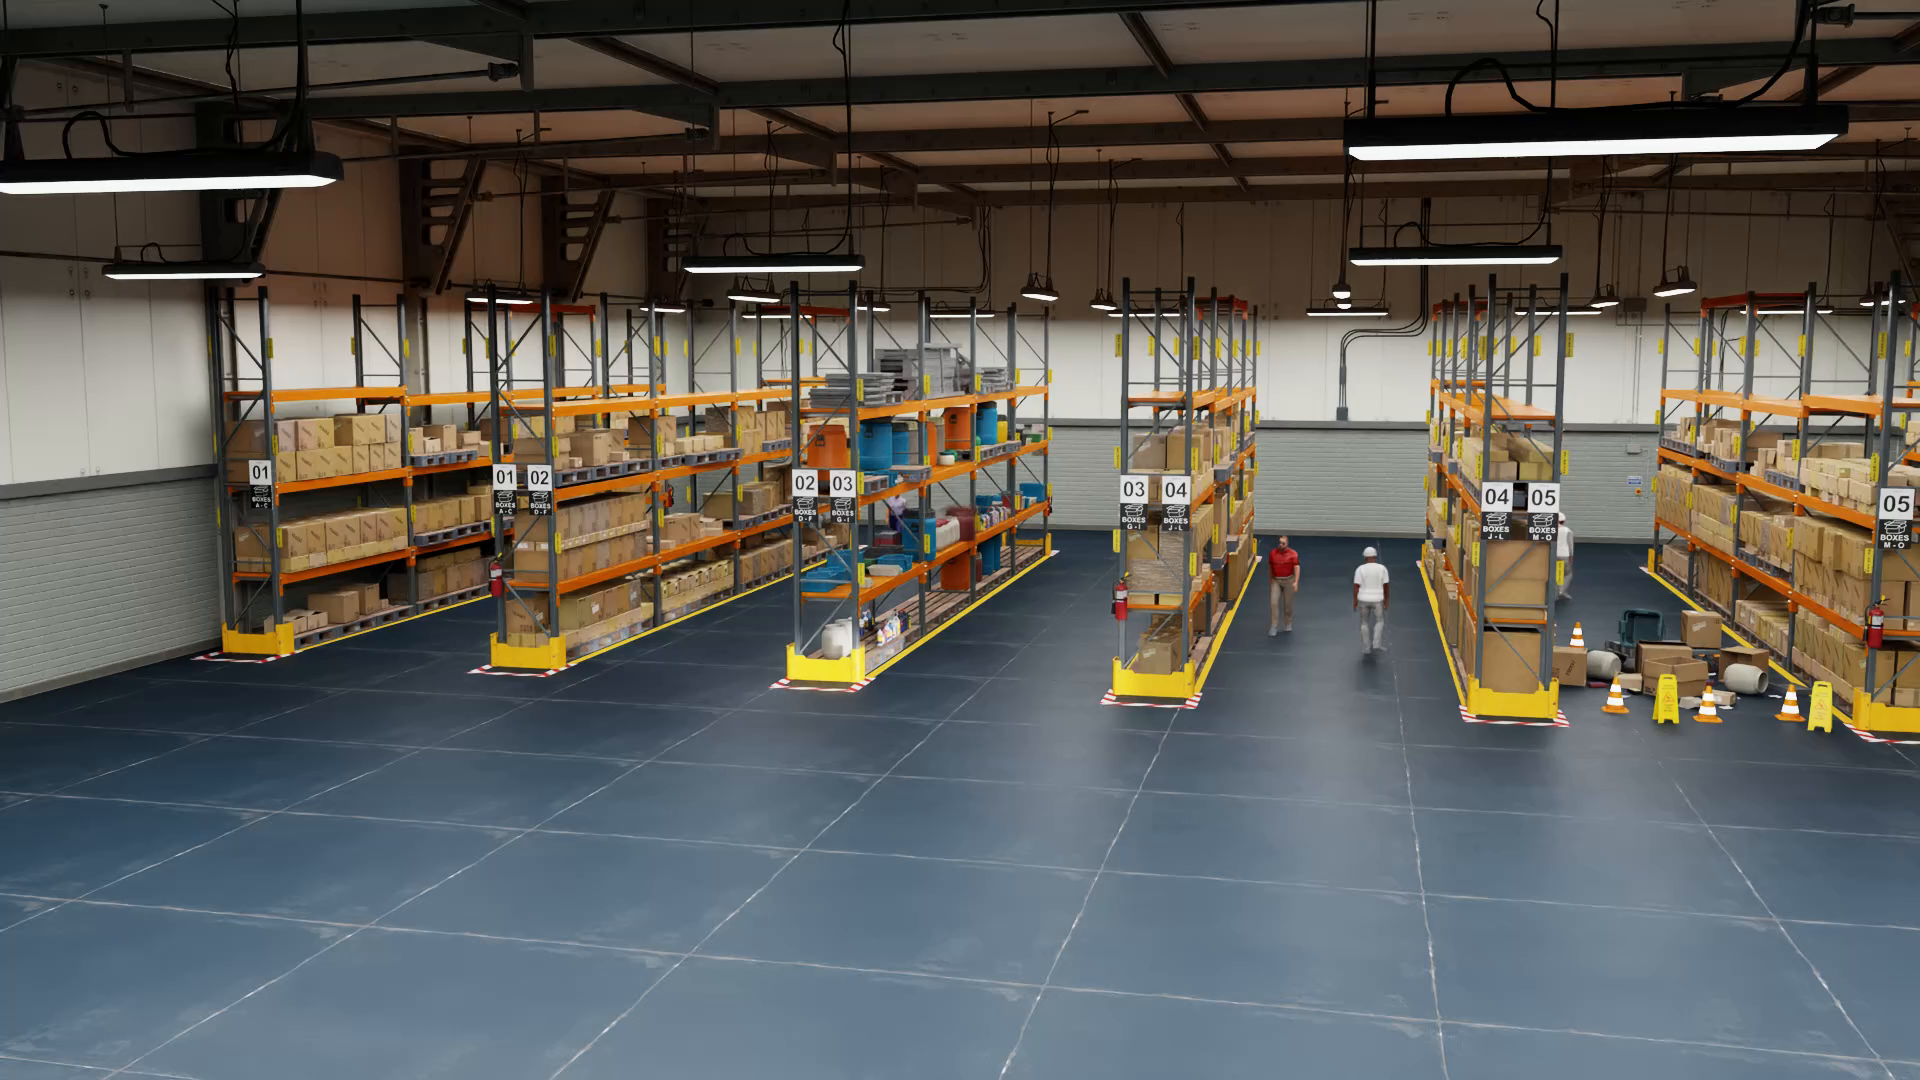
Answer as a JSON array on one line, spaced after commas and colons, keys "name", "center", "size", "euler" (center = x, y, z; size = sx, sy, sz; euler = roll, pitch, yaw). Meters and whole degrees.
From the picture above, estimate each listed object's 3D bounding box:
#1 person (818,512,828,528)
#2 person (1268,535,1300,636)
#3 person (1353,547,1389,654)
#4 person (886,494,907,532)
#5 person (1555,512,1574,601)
[{"name": "person", "center": [-3.733, -0.874, 44.168], "size": [0.425, 1.583, 0.596], "euler": [-6, 9, -40]}, {"name": "person", "center": [5.693, 0.787, 29.320], "size": [0.586, 1.740, 0.702], "euler": [3, 7, 23]}, {"name": "person", "center": [6.748, 0.999, 27.320], "size": [0.574, 1.766, 0.535], "euler": [2, 7, 15]}, {"name": "person", "center": [-1.558, -0.512, 40.984], "size": [0.486, 1.587, 1.043], "euler": [1, 7, 13]}, {"name": "person", "center": [11.919, 0.331, 33.091], "size": [0.572, 1.773, 0.514], "euler": [3, 7, 26]}]
